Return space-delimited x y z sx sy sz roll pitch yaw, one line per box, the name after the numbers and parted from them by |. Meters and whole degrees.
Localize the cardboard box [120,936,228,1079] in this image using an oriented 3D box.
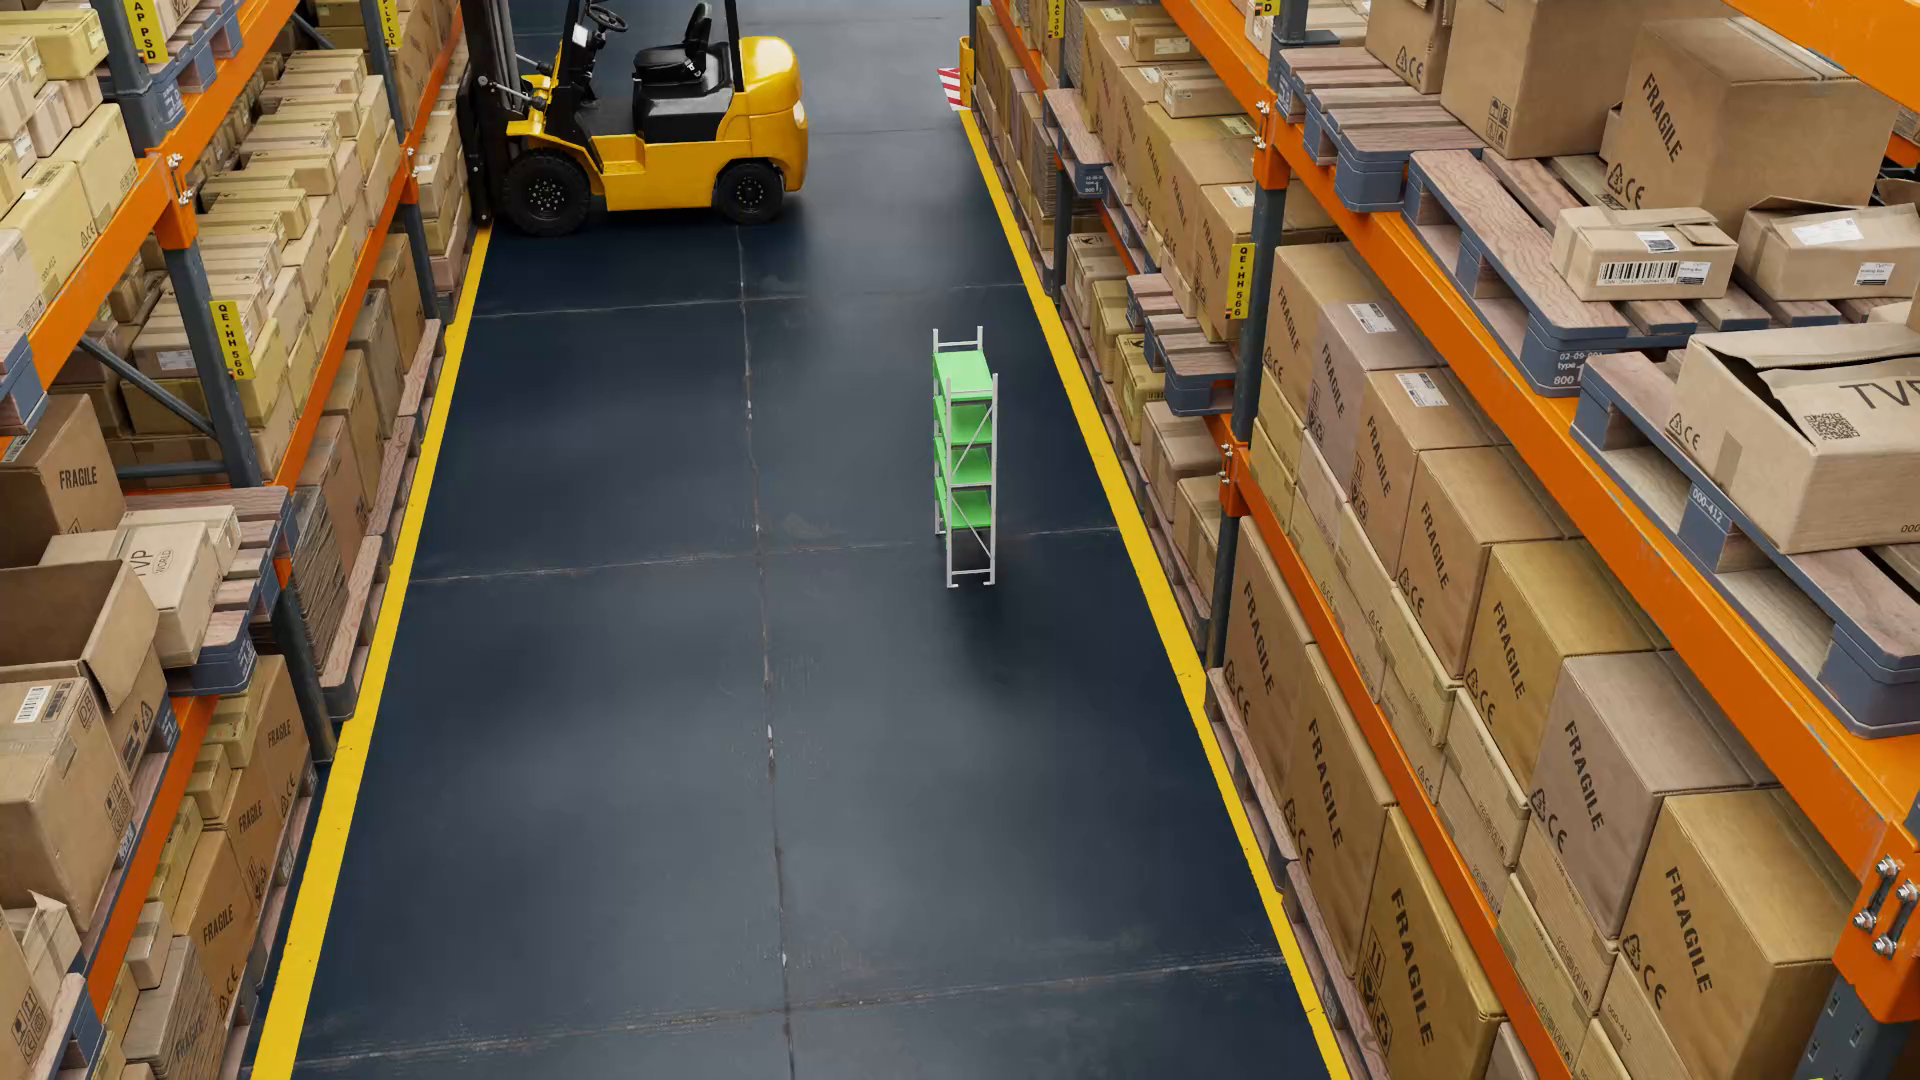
-2.773 1.686 5.460 0.500 0.500 0.500 -6 35 -8 | cardboard box

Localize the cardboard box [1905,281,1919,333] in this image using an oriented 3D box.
2.364 -0.368 3.501 0.500 0.500 0.500 -5 35 -7 | cardboard box

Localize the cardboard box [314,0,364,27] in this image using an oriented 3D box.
-3.548 -3.119 9.734 0.380 0.149 0.250 -4 34 -5 | cardboard box

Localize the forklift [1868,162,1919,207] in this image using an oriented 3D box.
3.572 -0.336 6.641 1.130 2.935 3.031 -3 34 -5 | forklift

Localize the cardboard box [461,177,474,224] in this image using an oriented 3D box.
-3.704 -2.386 11.656 0.500 0.250 0.500 -4 34 -6 | cardboard box

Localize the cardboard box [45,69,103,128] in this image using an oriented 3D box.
-2.975 -1.416 5.280 0.380 0.149 0.250 -4 34 -5 | cardboard box

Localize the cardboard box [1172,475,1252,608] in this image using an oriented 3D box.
1.591 -0.035 8.099 0.950 0.372 0.625 -7 35 -10 | cardboard box

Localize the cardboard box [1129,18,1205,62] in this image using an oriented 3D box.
1.080 -2.582 8.573 0.380 0.149 0.250 -3 34 -4 | cardboard box

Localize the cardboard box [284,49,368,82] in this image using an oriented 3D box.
-3.533 -2.621 9.268 0.380 0.149 0.250 -3 34 -5 | cardboard box

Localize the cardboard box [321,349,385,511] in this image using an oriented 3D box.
-3.518 -0.535 8.607 0.875 0.625 0.625 -6 35 -8 | cardboard box

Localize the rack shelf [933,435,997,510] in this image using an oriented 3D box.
0.022 -0.351 8.313 0.258 0.148 0.480 -4 35 -6 | rack shelf

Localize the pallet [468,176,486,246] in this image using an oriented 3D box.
-4.032 -2.463 12.176 1.003 0.211 1.213 -4 35 -6 | pallet

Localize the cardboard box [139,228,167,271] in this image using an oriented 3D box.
-3.686 -1.299 7.328 0.380 0.149 0.250 -5 35 -7 | cardboard box

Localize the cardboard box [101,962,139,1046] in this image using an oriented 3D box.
-2.810 1.477 5.190 0.380 0.149 0.250 -4 35 -6 | cardboard box

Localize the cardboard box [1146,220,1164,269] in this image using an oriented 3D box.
1.117 -1.442 8.052 0.380 0.149 0.250 -4 34 -6 | cardboard box

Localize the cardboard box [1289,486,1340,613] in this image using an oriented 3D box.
1.560 0.008 6.209 0.500 0.250 0.500 -5 35 -8 | cardboard box

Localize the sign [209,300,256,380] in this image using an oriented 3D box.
-2.724 -0.746 6.223 0.100 0.325 0.005 -4 35 -6 | sign

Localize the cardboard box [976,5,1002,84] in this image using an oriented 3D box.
0.420 -3.959 13.298 0.500 0.500 0.500 -5 35 -8 | cardboard box

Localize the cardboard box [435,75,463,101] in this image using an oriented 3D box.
-3.753 -3.086 11.796 0.500 0.250 0.500 -5 35 -7 | cardboard box

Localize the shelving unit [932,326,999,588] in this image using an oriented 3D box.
0.022 -0.403 8.277 0.258 1.200 0.503 -4 35 -6 | shelving unit

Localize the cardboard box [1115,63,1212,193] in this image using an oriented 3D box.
1.099 -2.076 8.407 0.500 0.500 0.500 -6 35 -8 | cardboard box

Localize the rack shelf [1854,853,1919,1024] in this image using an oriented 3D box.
2.464 1.774 1.458 1.077 0.370 4.000 -4 35 -6 | rack shelf

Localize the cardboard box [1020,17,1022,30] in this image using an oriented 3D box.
0.629 -3.628 11.633 0.380 0.149 0.250 -5 35 -7 | cardboard box

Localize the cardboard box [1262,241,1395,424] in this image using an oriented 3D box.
1.481 -0.793 6.273 0.500 0.500 0.500 -5 35 -8 | cardboard box

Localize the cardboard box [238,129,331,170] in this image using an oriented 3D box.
-3.332 -1.911 8.225 0.380 0.149 0.250 -4 34 -6 | cardboard box

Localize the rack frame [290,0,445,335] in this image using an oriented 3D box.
-3.799 -2.486 9.734 1.000 3.000 0.127 -4 35 -6 | rack frame

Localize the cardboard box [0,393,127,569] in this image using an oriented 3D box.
-3.346 -0.170 5.873 0.500 0.500 0.500 -3 34 -4 | cardboard box

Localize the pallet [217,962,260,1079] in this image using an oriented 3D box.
-3.037 1.997 5.632 1.003 0.211 1.213 -4 35 -6 | pallet

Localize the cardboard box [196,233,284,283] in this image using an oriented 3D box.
-3.157 -1.199 7.180 0.380 0.149 0.250 -4 34 -6 | cardboard box

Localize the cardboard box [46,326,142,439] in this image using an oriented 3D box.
-3.597 -0.628 6.697 0.500 0.250 0.500 -4 34 -5 | cardboard box

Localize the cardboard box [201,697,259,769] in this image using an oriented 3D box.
-2.876 0.744 6.265 0.380 0.149 0.250 -6 35 -9 | cardboard box

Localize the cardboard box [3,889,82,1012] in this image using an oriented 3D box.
-2.529 1.056 4.283 0.396 0.266 0.258 -3 34 -4 | cardboard box

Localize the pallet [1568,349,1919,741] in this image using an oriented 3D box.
2.023 -0.068 3.692 0.805 0.209 1.217 -6 35 -8 | pallet

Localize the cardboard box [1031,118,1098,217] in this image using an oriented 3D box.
0.774 -2.521 11.188 0.500 0.500 0.500 -5 35 -7 | cardboard box

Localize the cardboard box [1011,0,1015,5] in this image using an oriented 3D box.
0.589 -4.119 11.777 0.500 0.500 0.500 -5 35 -7 | cardboard box

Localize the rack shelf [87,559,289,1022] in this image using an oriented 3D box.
-2.992 1.160 5.024 1.077 0.370 4.000 -4 35 -6 | rack shelf

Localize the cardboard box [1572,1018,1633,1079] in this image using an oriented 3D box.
1.885 1.431 4.120 0.500 0.250 0.500 -5 35 -8 | cardboard box

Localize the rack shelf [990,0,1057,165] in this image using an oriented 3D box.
0.850 -3.683 12.129 1.077 0.370 4.000 -4 35 -6 | rack shelf

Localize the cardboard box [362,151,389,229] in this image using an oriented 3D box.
-3.399 -1.882 8.982 0.500 0.250 0.500 -5 35 -7 | cardboard box

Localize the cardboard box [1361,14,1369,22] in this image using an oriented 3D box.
1.783 -1.956 6.516 0.380 0.149 0.250 -4 35 -6 | cardboard box

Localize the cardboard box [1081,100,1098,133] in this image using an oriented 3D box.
0.905 -2.461 9.548 0.380 0.149 0.250 -4 34 -5 | cardboard box

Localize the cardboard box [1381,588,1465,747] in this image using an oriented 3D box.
1.659 0.377 5.223 0.500 0.250 0.500 -4 34 -6 | cardboard box

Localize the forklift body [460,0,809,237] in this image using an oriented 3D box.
-2.274 -3.447 11.899 2.313 2.155 1.214 -4 35 -6 | forklift body

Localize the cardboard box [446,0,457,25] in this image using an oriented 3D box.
-3.880 -3.928 11.762 0.500 0.500 0.500 -5 35 -7 | cardboard box

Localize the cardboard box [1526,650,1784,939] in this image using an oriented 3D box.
1.809 0.627 4.189 0.500 0.500 0.500 -4 34 -5 | cardboard box

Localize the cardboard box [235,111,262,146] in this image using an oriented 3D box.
-3.927 -2.047 8.779 0.500 0.250 0.500 -5 35 -7 | cardboard box

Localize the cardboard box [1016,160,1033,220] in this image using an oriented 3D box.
0.692 -2.507 11.834 0.500 0.250 0.500 -5 35 -8 | cardboard box

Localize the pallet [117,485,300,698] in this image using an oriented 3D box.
-3.100 0.198 5.966 1.213 0.211 1.003 -4 35 -6 | pallet

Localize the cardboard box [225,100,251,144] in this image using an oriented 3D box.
-3.892 -2.149 8.575 0.380 0.149 0.250 -5 35 -7 | cardboard box

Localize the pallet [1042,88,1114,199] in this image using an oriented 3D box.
1.078 -2.347 9.701 1.003 0.211 1.213 -4 35 -6 | pallet

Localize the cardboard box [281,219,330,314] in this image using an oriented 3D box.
-3.197 -1.237 7.591 0.500 0.250 0.500 -5 35 -8 | cardboard box

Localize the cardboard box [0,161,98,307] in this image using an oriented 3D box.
-2.883 -0.883 4.851 0.500 0.250 0.500 -4 35 -6 | cardboard box

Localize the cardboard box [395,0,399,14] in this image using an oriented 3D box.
-3.680 -3.281 10.236 0.380 0.149 0.250 -4 35 -6 | cardboard box

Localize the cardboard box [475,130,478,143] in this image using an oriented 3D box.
-3.751 -2.867 11.919 0.500 0.250 0.500 -4 35 -7 | cardboard box

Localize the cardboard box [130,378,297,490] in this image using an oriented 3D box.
-3.078 -0.458 6.892 0.500 0.250 0.500 -4 35 -6 | cardboard box

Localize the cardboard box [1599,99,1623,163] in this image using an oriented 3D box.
2.189 -1.247 4.999 0.396 0.266 0.258 -5 35 -8 | cardboard box
